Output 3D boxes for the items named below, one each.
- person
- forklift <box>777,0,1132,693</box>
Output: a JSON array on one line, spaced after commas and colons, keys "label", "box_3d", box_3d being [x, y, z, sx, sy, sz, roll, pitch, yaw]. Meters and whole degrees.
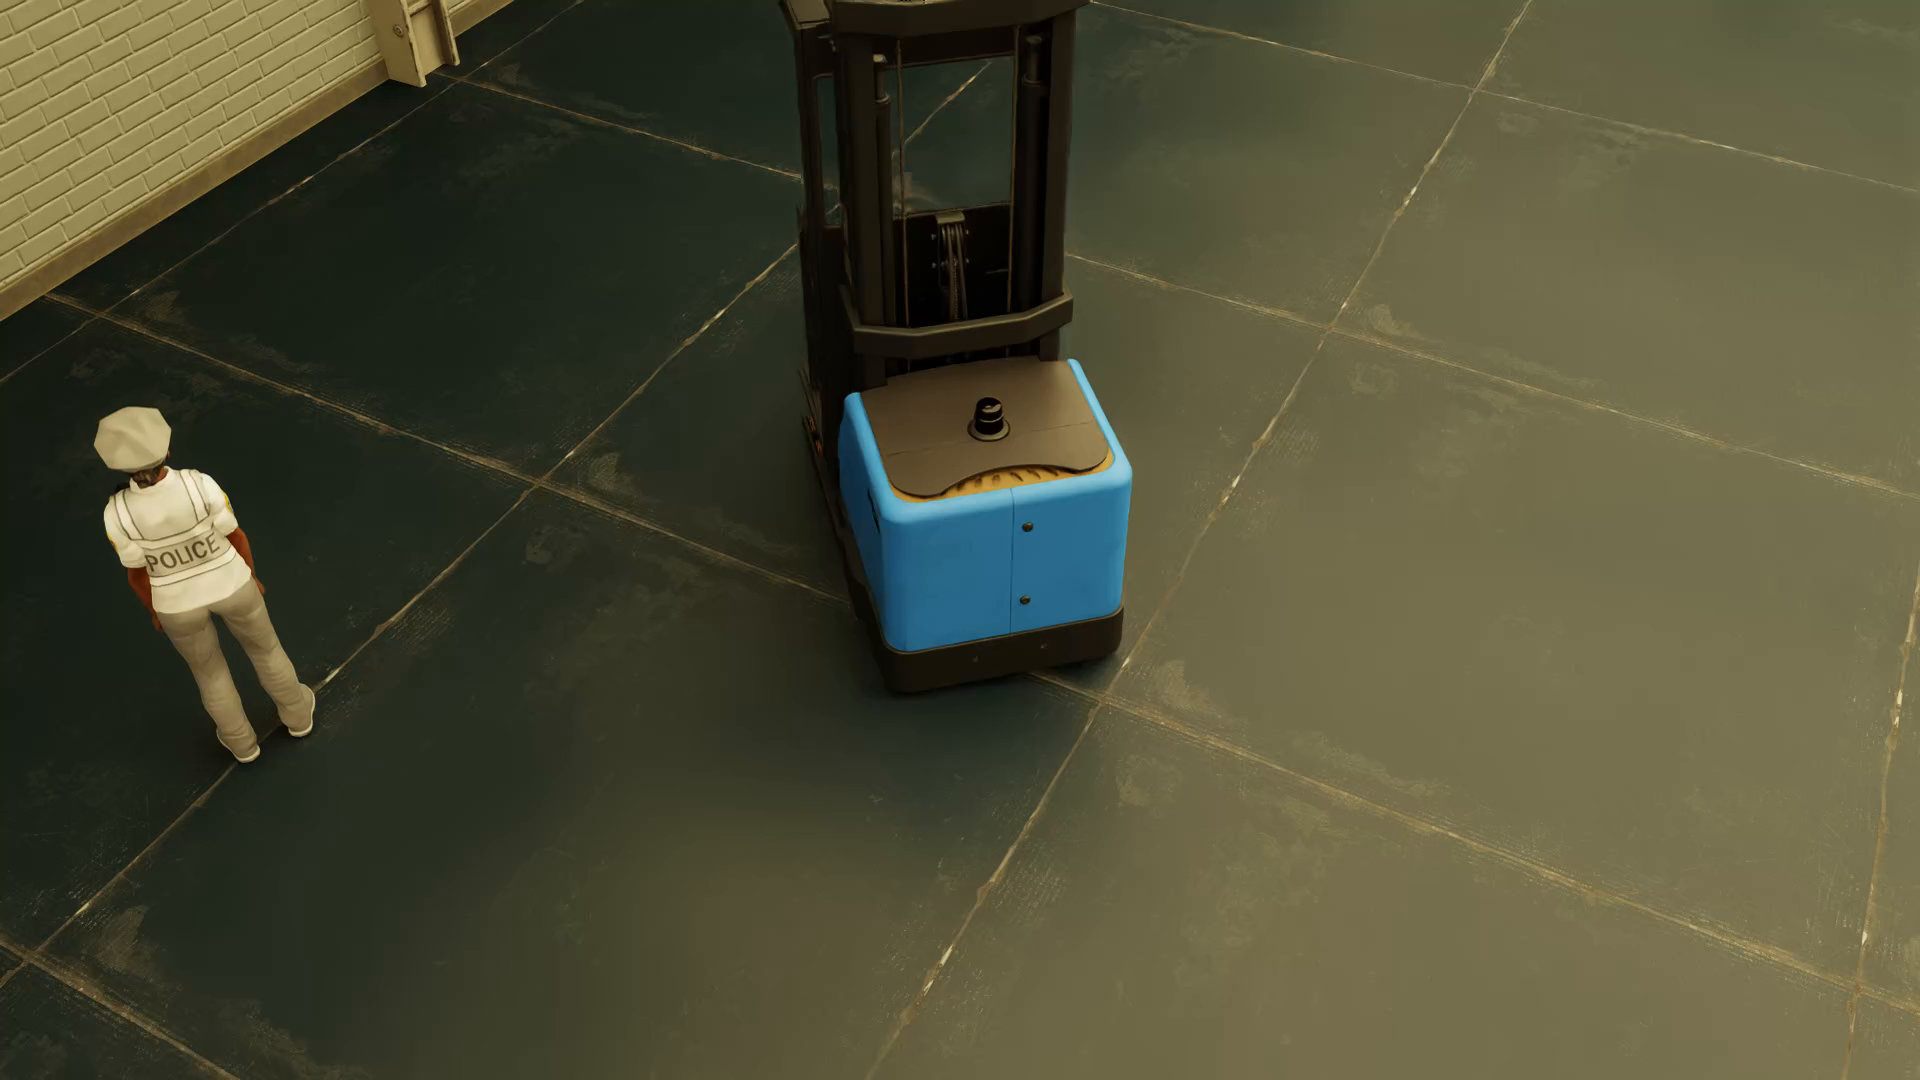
[{"label": "person", "box_3d": [-2.892, 0.188, 6.365, 0.448, 1.689, 0.343, -23, 48, -23]}, {"label": "forklift", "box_3d": [-0.159, -1.450, 7.193, 1.130, 2.935, 3.031, -10, 44, -10]}]
